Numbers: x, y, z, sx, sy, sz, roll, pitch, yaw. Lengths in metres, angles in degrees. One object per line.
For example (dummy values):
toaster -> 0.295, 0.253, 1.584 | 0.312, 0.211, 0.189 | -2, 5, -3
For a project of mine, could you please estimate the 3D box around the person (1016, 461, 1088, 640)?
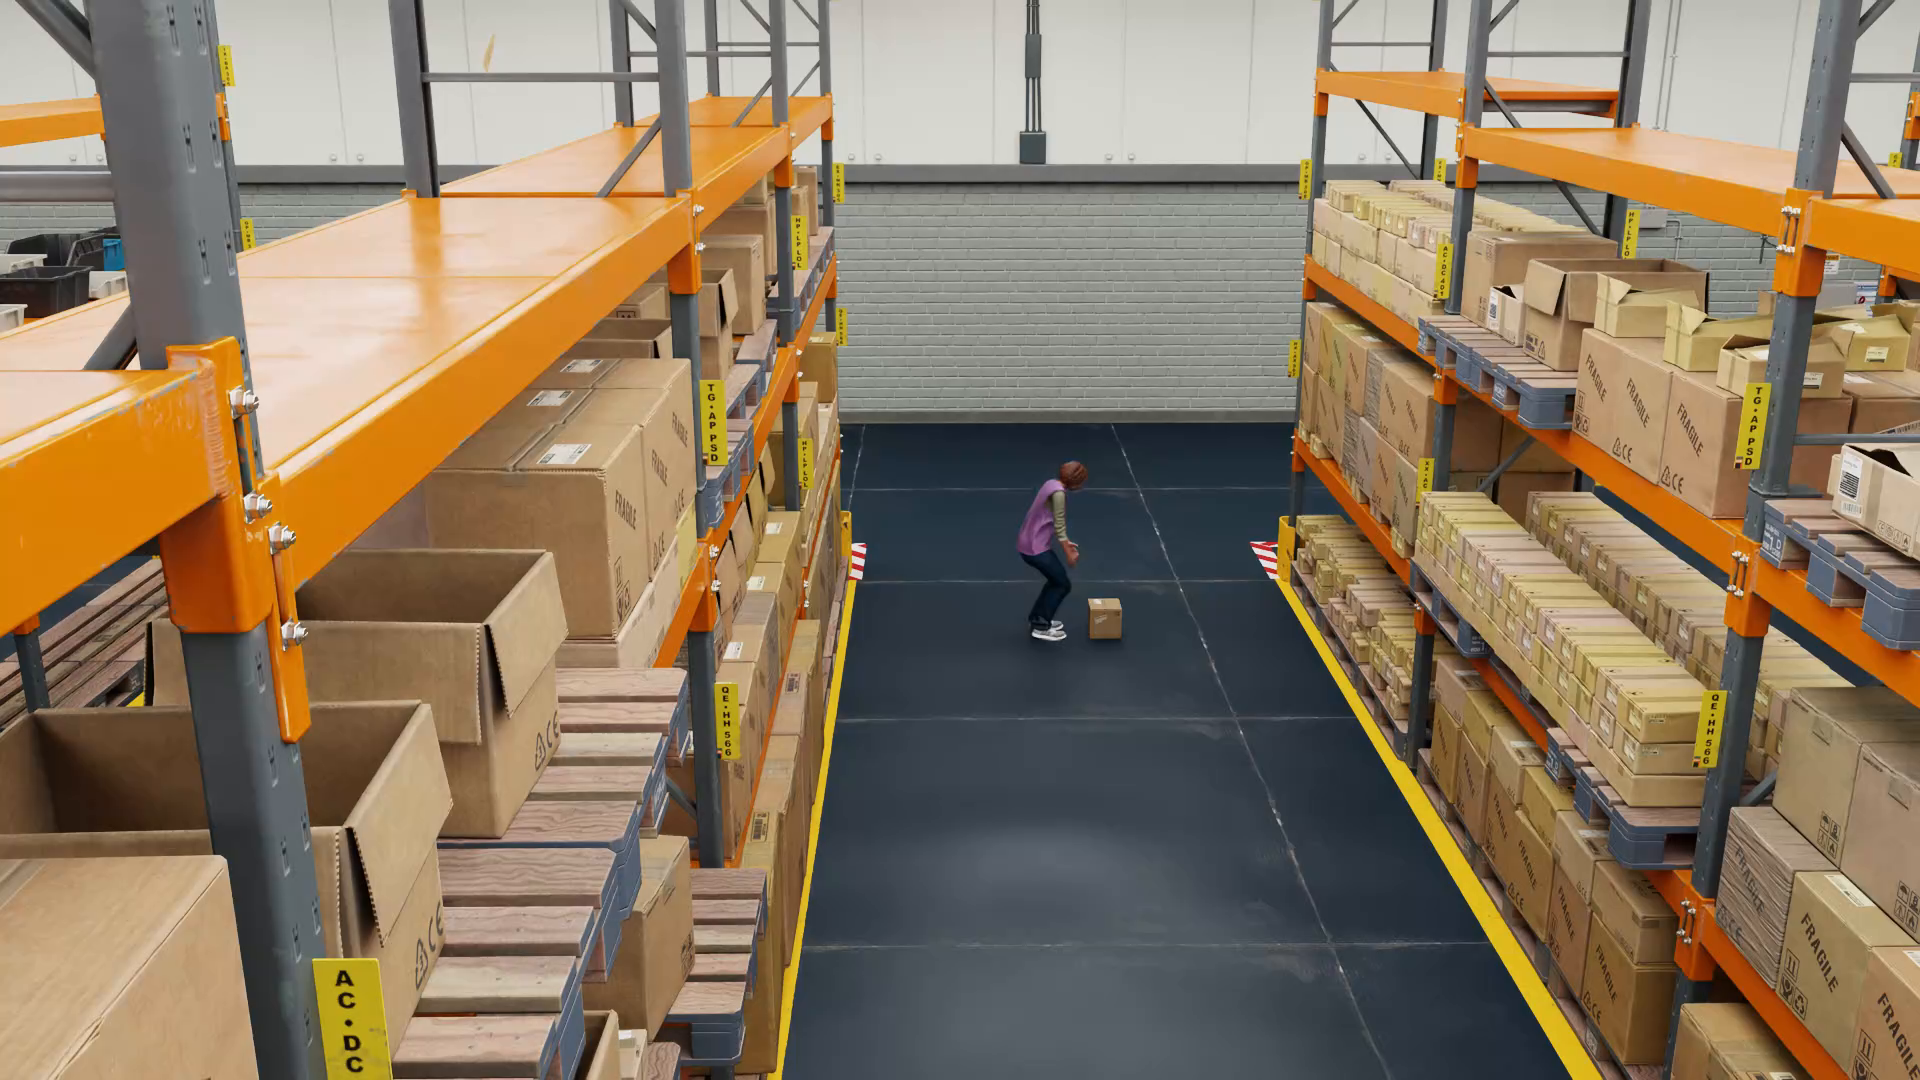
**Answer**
person -> 0.719, 0.066, 13.165 | 0.560, 1.423, 0.456 | 0, 17, 0
